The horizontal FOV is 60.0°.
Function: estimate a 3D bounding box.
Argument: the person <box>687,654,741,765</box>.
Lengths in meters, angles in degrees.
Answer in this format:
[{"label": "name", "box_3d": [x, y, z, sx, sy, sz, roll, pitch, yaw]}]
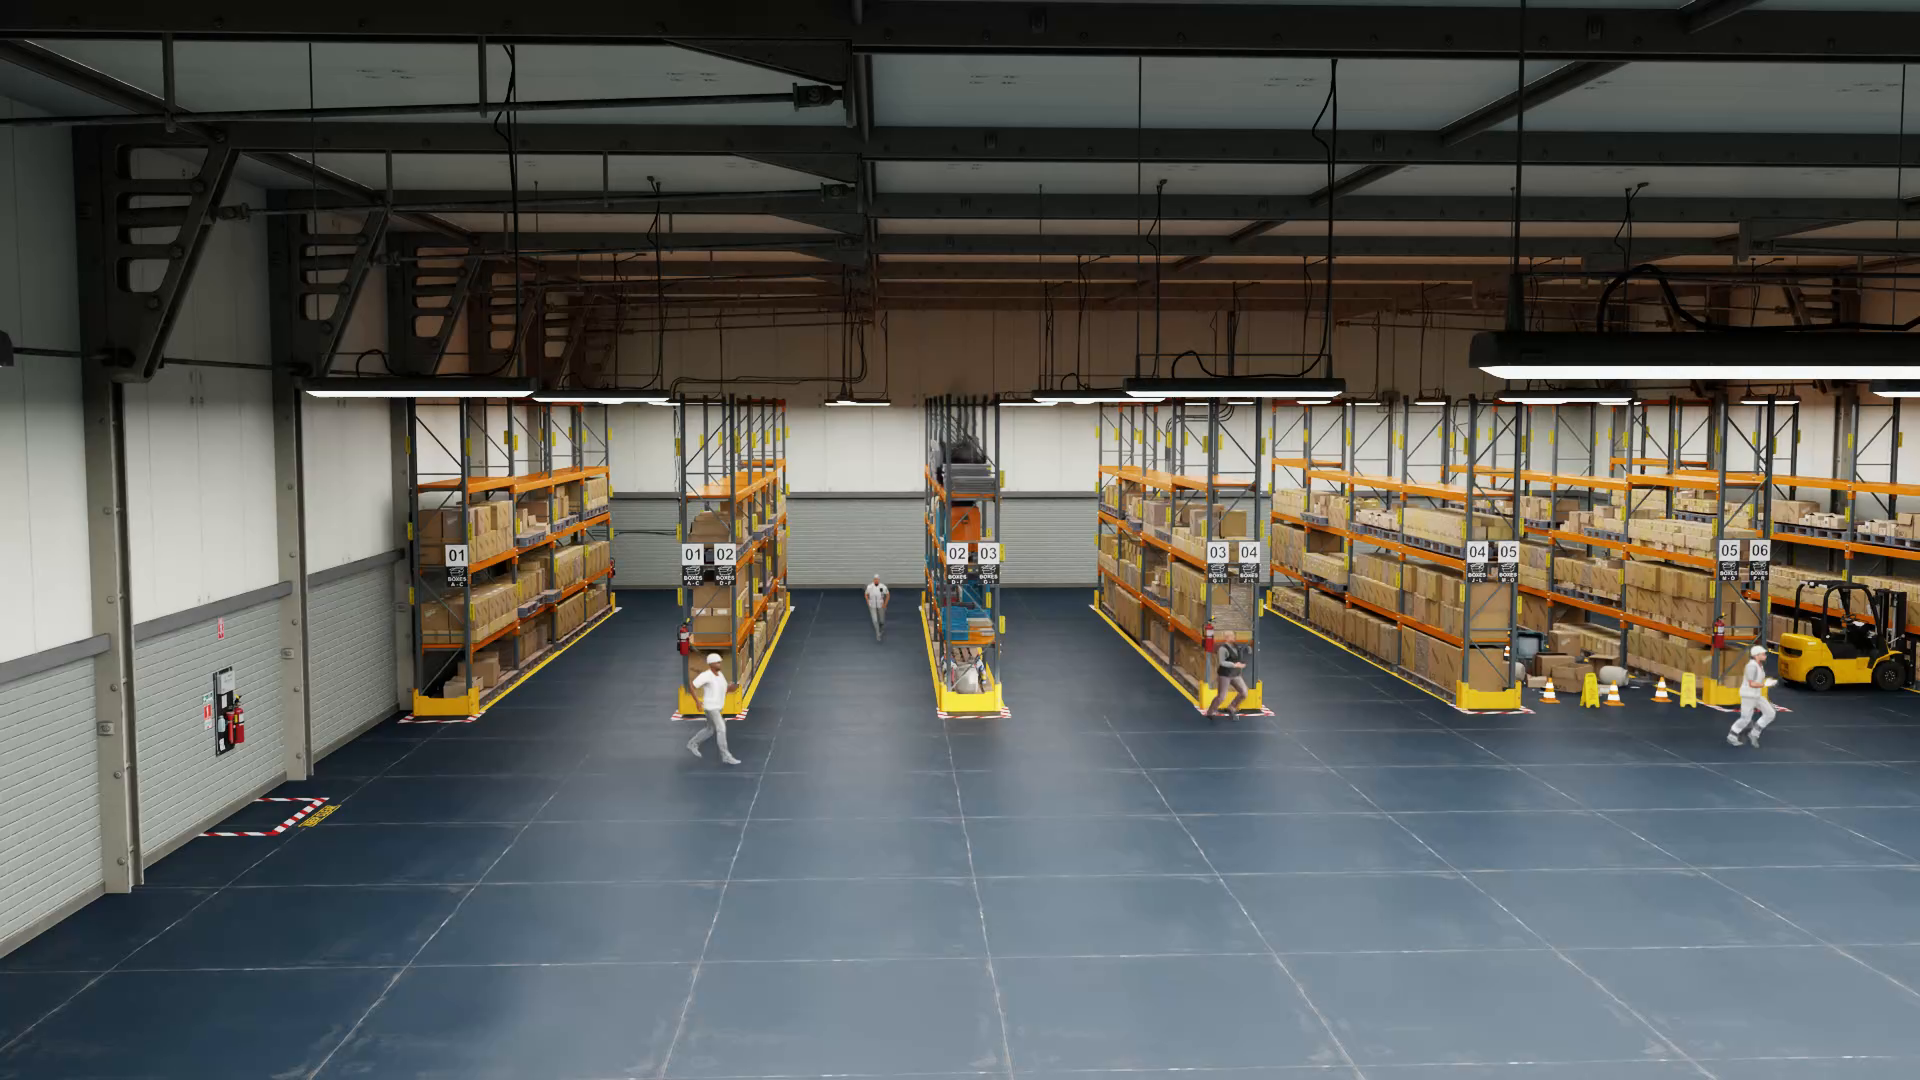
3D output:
[{"label": "person", "box_3d": [-3.973, 2.696, 26.720, 0.988, 1.758, 0.697, 1, 5, 17]}]

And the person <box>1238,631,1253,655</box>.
[{"label": "person", "box_3d": [6.720, 1.789, 39.116, 0.628, 1.734, 0.811, -1, 5, -7]}]

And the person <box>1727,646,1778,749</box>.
[{"label": "person", "box_3d": [13.280, 2.626, 27.834, 0.807, 1.745, 0.697, 4, 6, 43]}]

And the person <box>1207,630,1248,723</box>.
[{"label": "person", "box_3d": [4.893, 2.481, 30.169, 0.666, 1.698, 0.850, -4, 6, -40]}]

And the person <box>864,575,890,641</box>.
[{"label": "person", "box_3d": [-2.061, 1.666, 41.274, 0.626, 1.639, 0.638, 0, 5, -1]}]
